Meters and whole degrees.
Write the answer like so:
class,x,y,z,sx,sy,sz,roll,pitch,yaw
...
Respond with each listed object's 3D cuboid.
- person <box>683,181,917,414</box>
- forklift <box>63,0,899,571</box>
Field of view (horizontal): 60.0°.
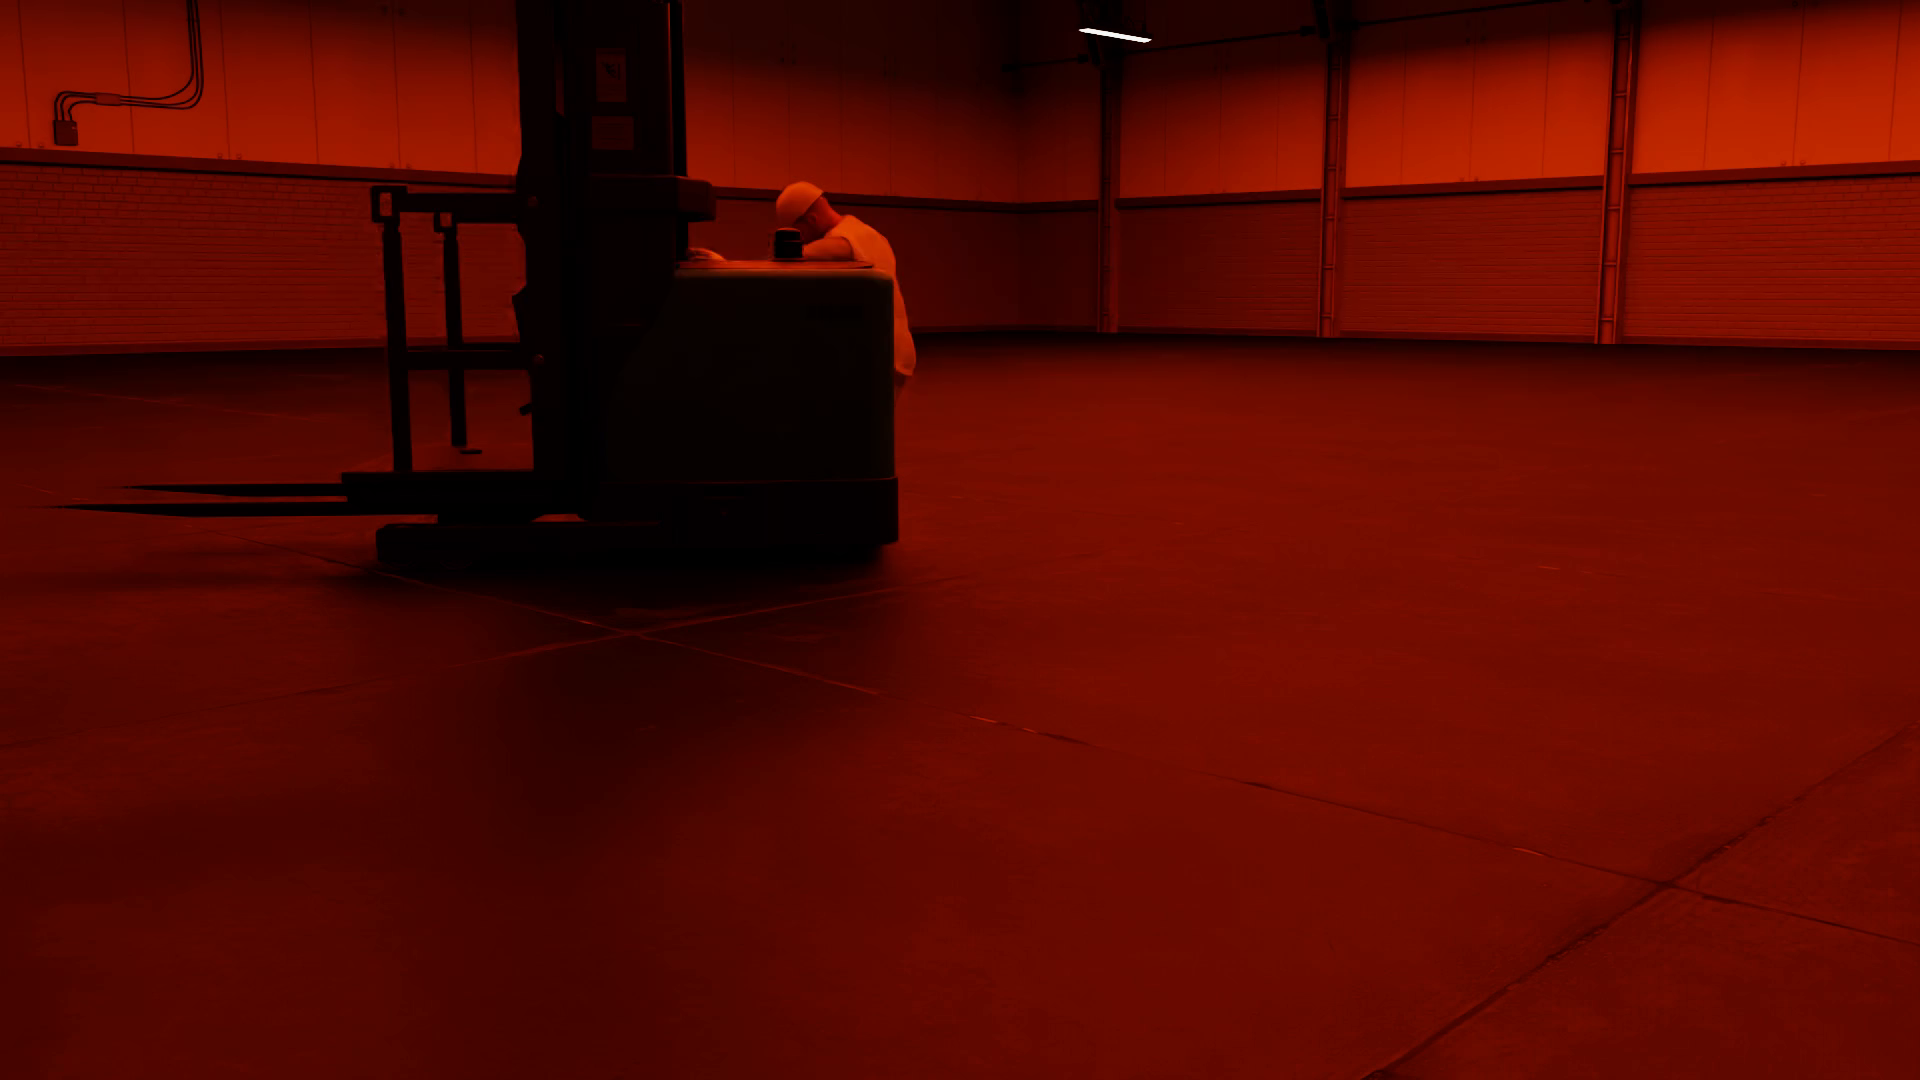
class,x,y,z,sx,sy,sz,roll,pitch,yaw
person,-0.675,-0.777,6.967,1.069,1.421,1.102,5,10,31
forklift,-1.778,-1.421,6.312,3.031,2.935,1.130,-1,9,-5
